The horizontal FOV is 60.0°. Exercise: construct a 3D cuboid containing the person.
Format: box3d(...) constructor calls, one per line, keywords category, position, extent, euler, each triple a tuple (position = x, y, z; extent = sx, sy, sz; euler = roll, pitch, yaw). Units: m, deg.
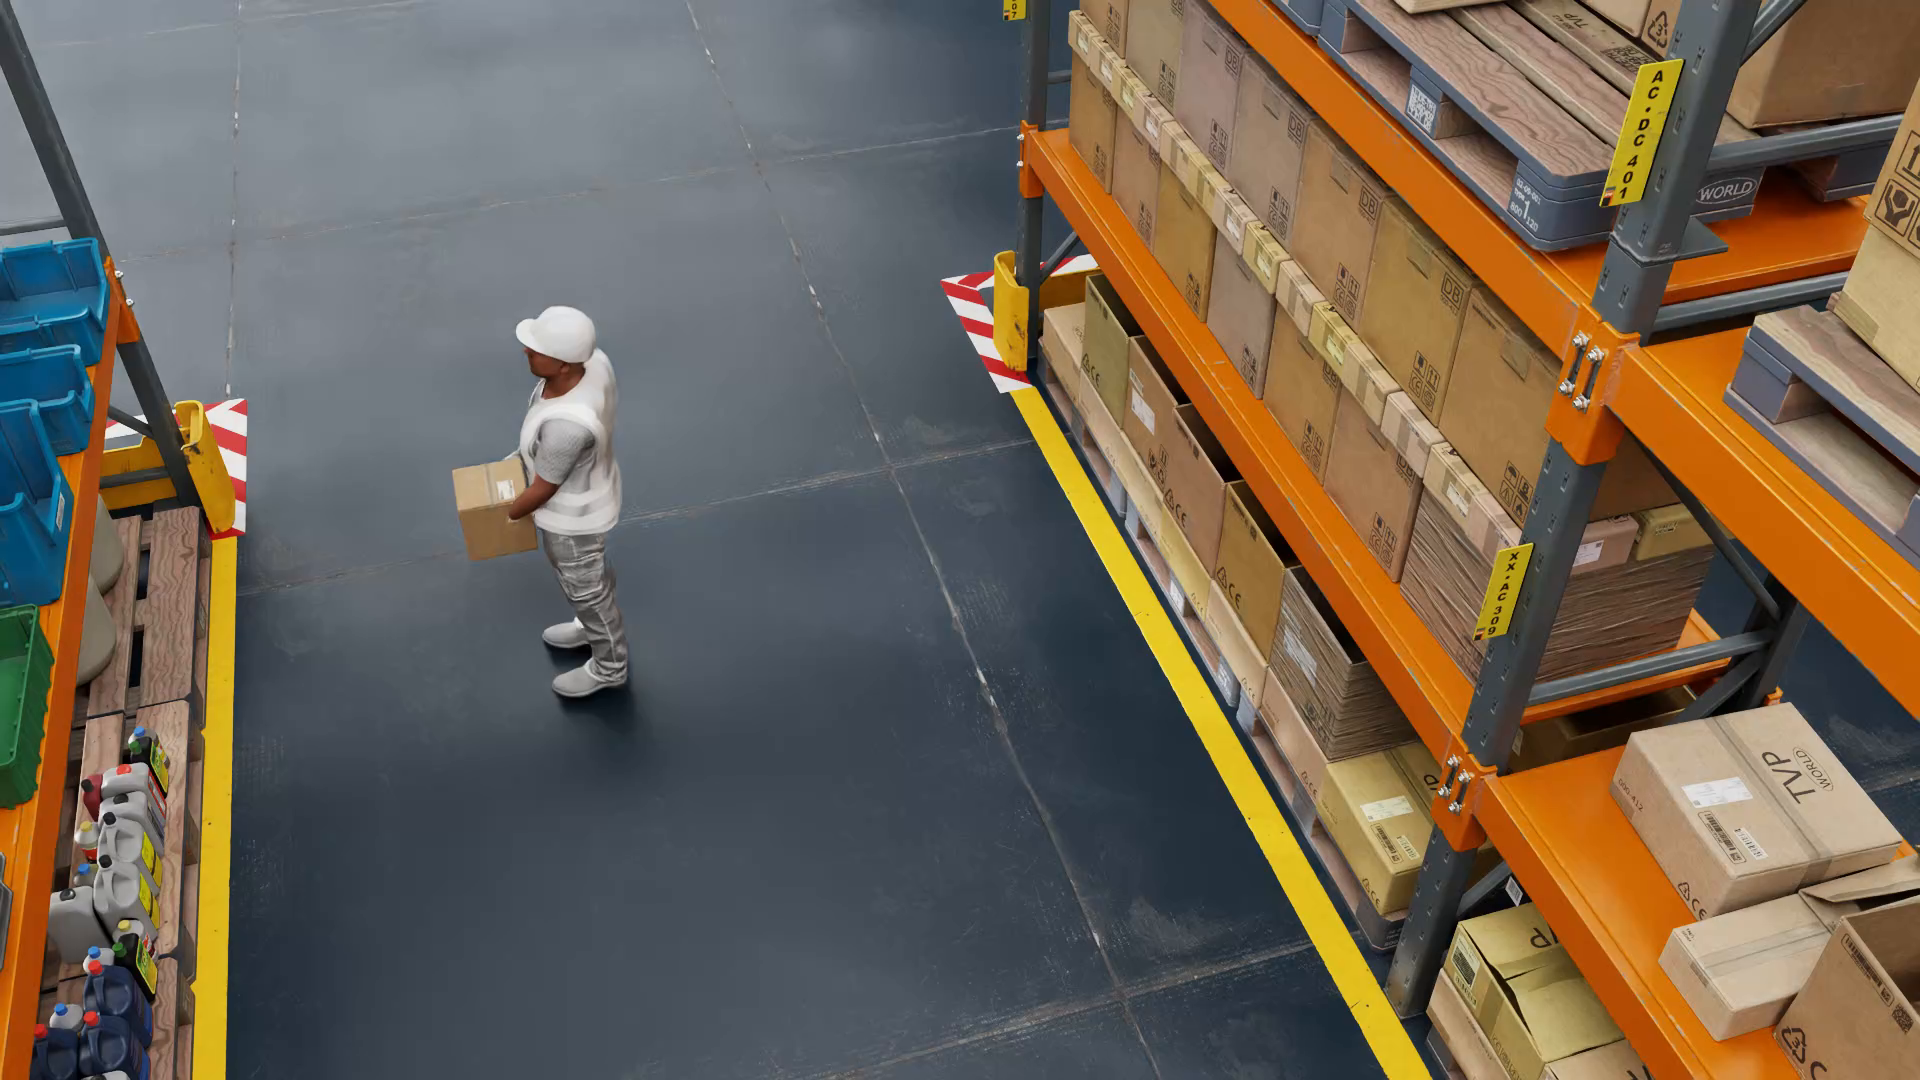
box3d(category="person", position=(-1.519, -0.131, 6.288), extent=(0.550, 1.788, 0.526), euler=(-2, 42, -2))
